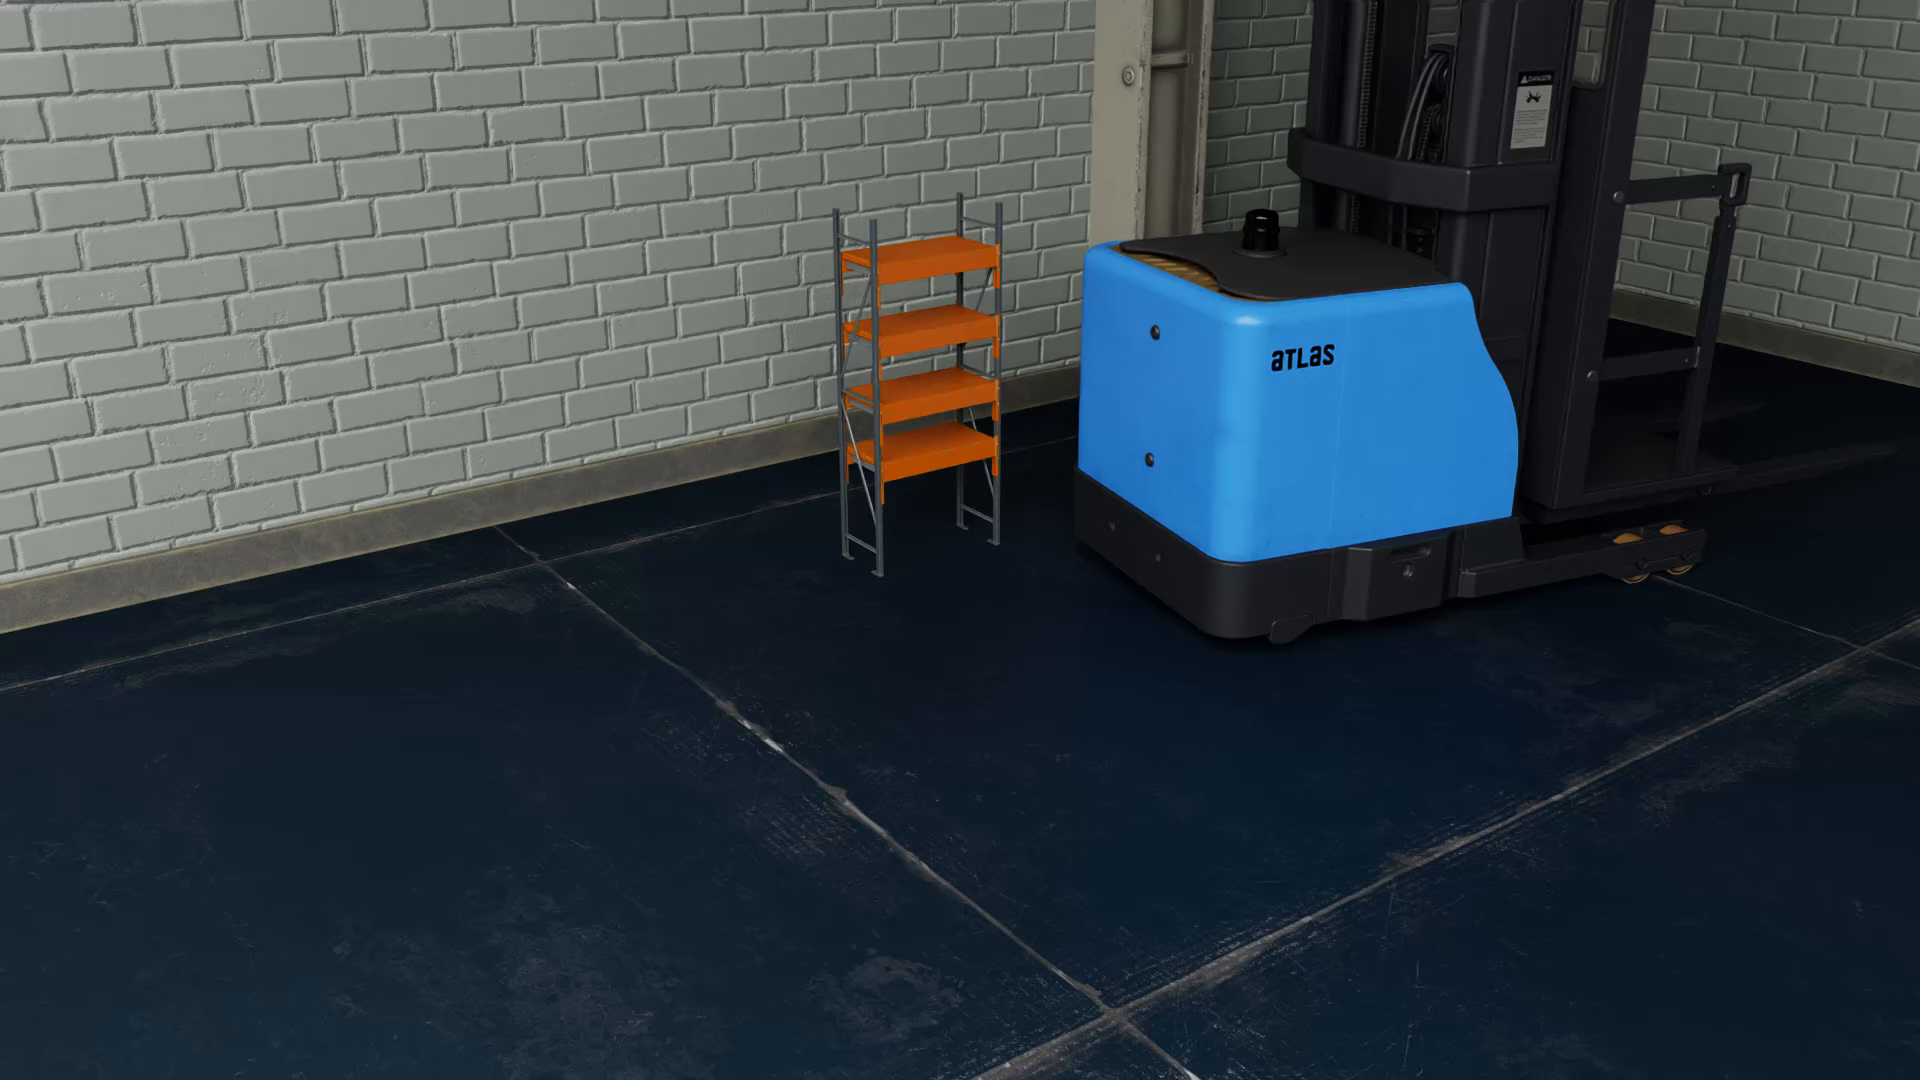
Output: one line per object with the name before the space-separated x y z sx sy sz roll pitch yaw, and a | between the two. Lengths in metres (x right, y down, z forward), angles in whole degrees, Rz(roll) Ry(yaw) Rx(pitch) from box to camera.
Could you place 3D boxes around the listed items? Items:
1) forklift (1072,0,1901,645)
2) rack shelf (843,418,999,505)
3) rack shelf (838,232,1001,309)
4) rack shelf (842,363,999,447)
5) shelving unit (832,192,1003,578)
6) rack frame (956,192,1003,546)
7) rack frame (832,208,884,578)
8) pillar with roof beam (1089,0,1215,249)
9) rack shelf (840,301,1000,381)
forklift | 1.954 -1.386 5.414 3.031 2.935 1.130 -9 23 -21
rack shelf | -0.134 -0.275 5.683 0.480 0.148 0.258 -15 26 -33
rack shelf | -0.134 -0.886 5.439 0.480 0.148 0.258 -15 26 -33
rack shelf | -0.134 -0.459 5.609 0.480 0.148 0.258 -15 26 -33
shelving unit | -0.134 -0.521 5.584 0.503 1.200 0.258 -15 26 -33
rack frame | 0.064 -0.574 5.717 0.015 1.200 0.240 -15 26 -33
rack frame | -0.332 -0.469 5.452 0.015 1.200 0.240 -15 26 -33
pillar with roof beam | 3.329 -3.551 2.653 0.400 9.000 9.100 -15 26 -33
rack shelf | -0.134 -0.667 5.526 0.480 0.148 0.258 -15 26 -33
